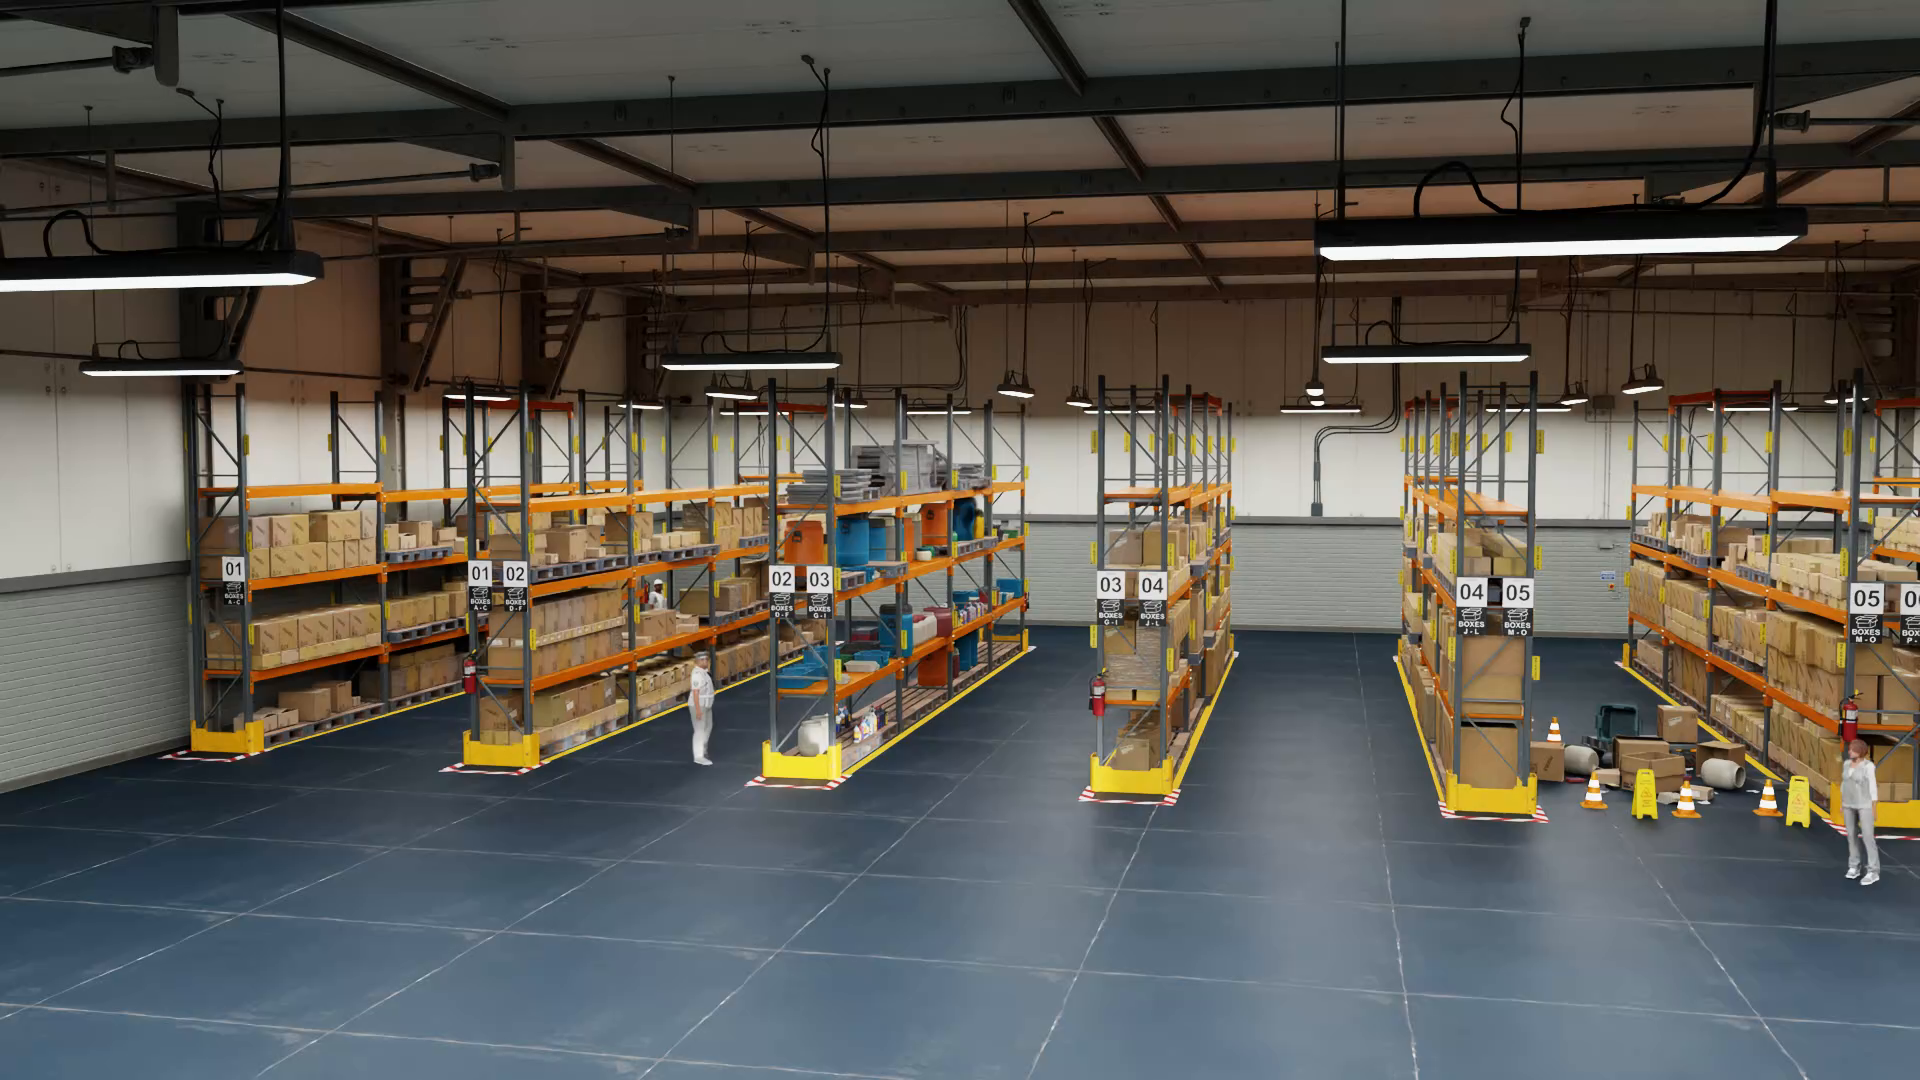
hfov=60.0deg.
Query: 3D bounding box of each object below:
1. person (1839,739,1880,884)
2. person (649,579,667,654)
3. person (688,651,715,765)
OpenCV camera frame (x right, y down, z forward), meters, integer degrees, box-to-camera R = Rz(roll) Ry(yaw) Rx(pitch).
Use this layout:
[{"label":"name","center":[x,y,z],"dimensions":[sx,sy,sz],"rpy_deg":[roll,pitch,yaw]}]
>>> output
[{"label":"person","center":[10.347,3.106,19.144],"dimensions":[0.384,1.608,0.521],"rpy_deg":[-1,4,-24]},{"label":"person","center":[-7.143,1.847,39.759],"dimensions":[0.465,1.827,0.616],"rpy_deg":[1,3,16]},{"label":"person","center":[-4.078,2.670,26.208],"dimensions":[0.406,1.857,0.613],"rpy_deg":[0,3,4]}]
